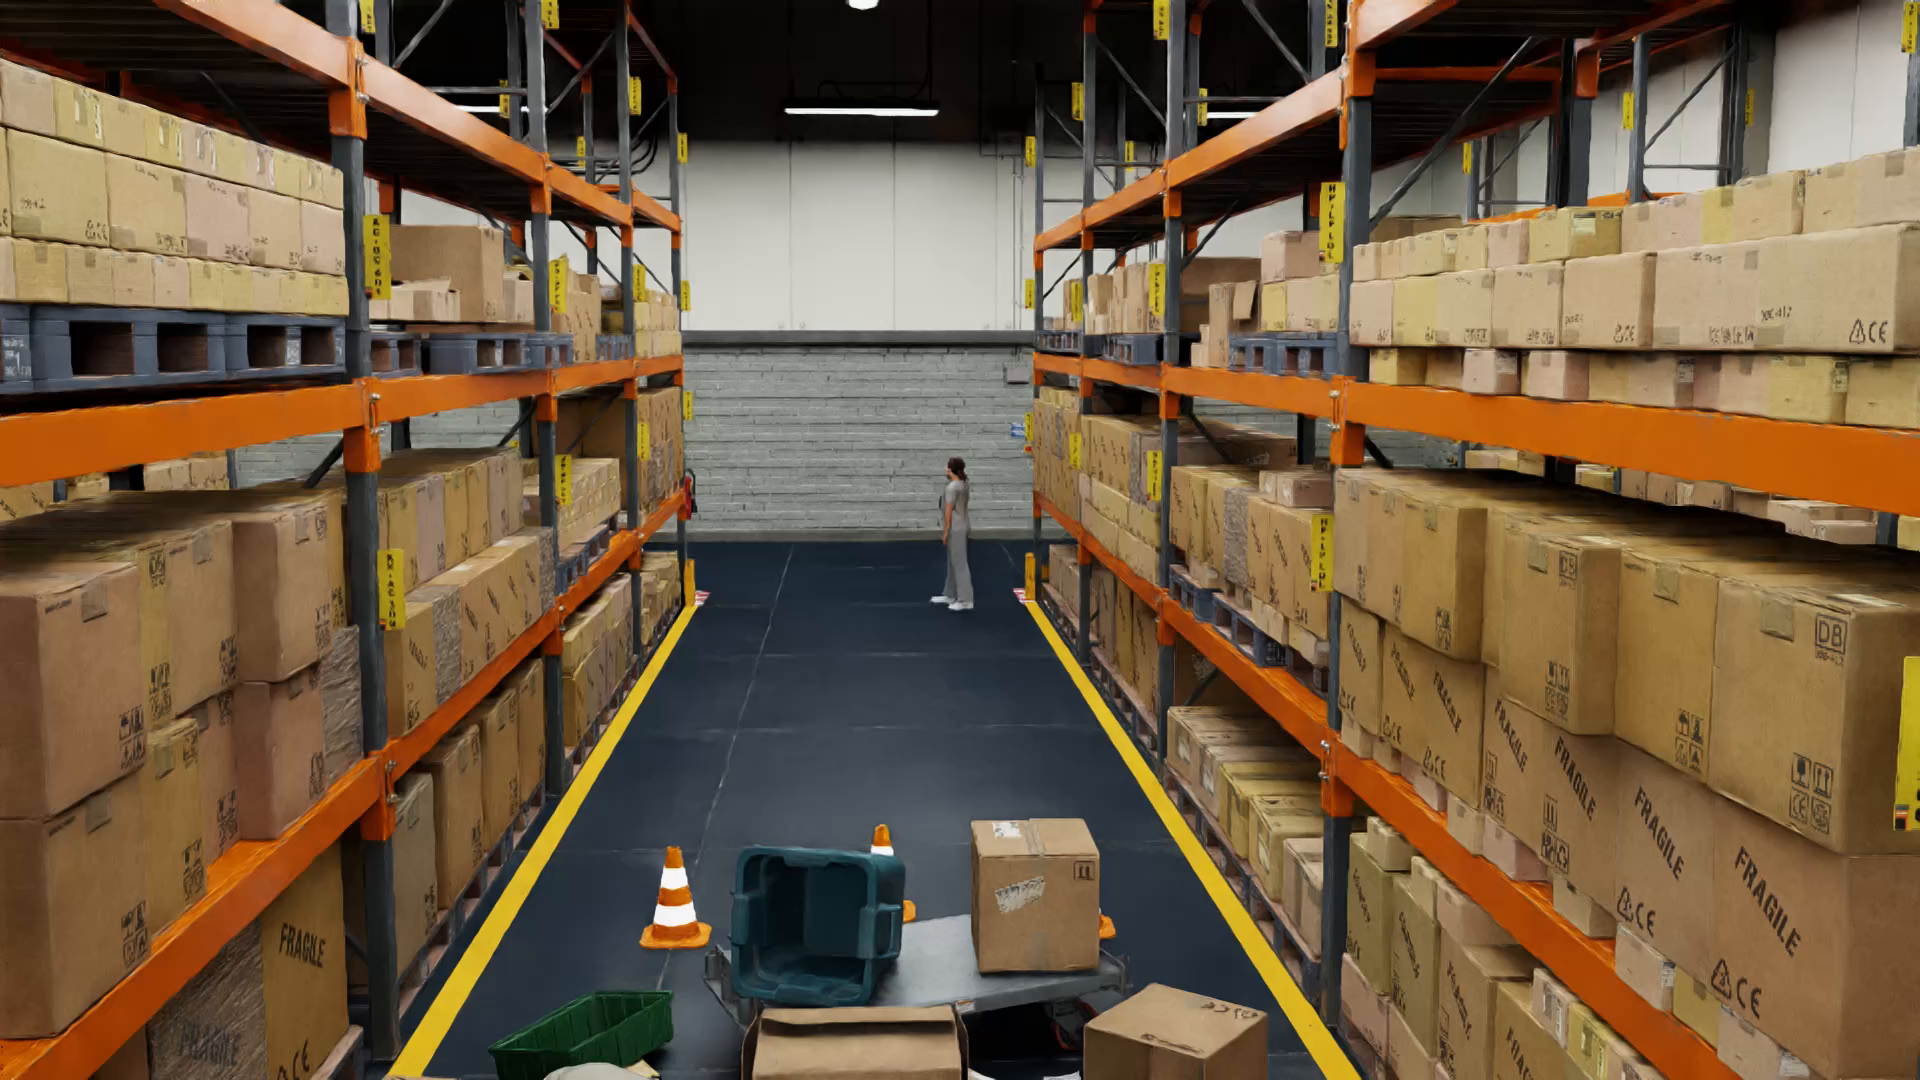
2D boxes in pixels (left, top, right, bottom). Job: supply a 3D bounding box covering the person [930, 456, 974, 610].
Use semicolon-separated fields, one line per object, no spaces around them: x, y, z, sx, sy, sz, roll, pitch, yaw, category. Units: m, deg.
-0.085;-0.095;18.345;0.565;1.668;0.560;2;7;17;person
